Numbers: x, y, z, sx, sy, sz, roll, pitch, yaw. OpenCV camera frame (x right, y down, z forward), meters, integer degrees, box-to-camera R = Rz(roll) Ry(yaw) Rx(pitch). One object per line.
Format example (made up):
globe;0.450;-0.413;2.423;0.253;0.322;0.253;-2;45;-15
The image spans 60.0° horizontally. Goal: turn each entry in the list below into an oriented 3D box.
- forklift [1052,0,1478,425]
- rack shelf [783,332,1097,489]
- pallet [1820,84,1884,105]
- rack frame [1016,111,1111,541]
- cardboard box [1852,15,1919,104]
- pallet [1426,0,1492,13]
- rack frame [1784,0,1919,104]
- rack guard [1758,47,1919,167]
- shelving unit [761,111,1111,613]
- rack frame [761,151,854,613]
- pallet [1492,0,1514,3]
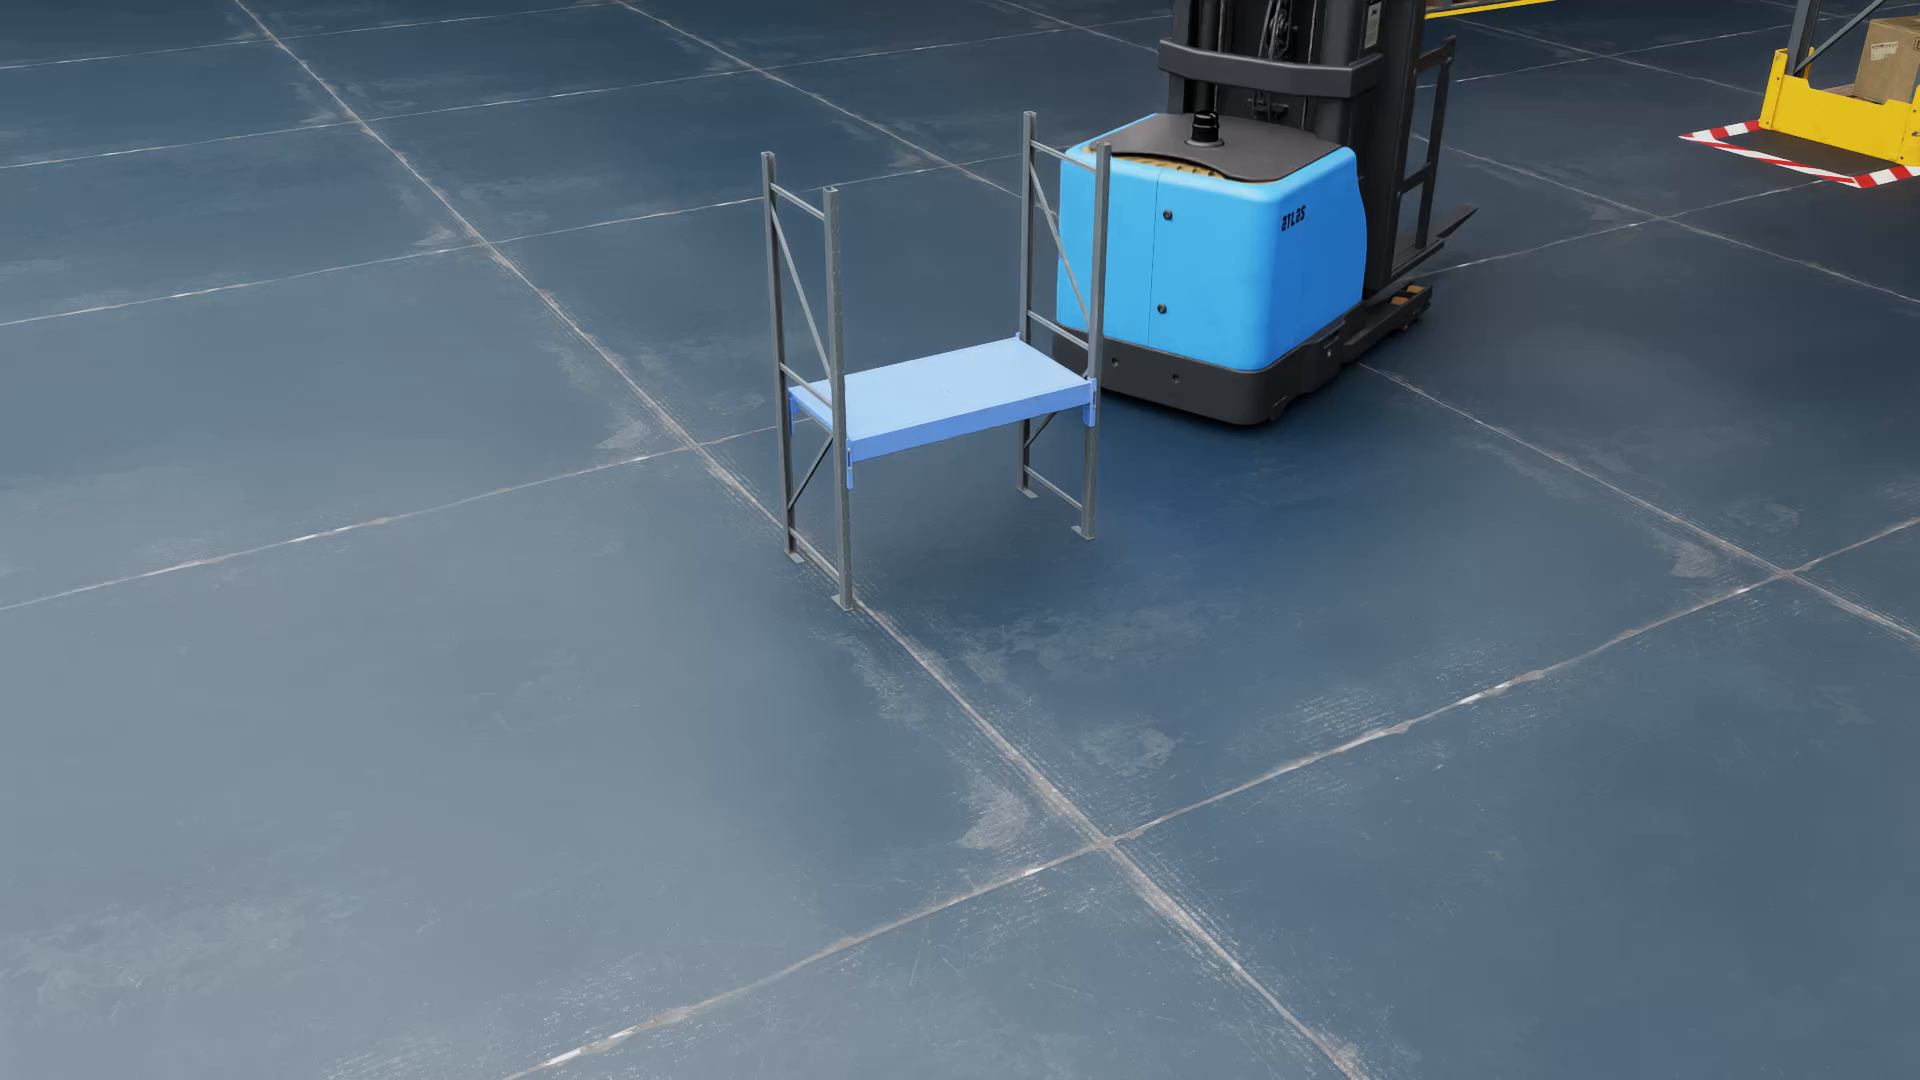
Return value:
forklift;1.681;-2.423;7.608;1.130;2.935;3.031;19;34;31
rack shelf;-0.074;-0.478;5.937;1.000;0.185;0.538;-16;33;-26
pallet;6.605;-2.915;11.314;1.213;0.211;1.003;-16;33;-26
rack frame;0.365;-0.760;6.075;0.032;1.500;0.500;-16;33;-26
cardboard box;6.368;-3.169;11.040;0.500;0.500;0.500;-10;30;-17
pallet;4.057;-5.011;15.111;1.213;0.211;1.003;-16;33;-26
rack frame;5.821;-3.933;10.273;0.127;3.000;1.000;-16;33;-26
rack guard;5.887;-2.857;10.910;0.348;0.500;1.175;-16;33;-26
shelving unit;-0.074;-0.636;5.850;1.048;1.500;0.538;-16;33;-26
rack frame;-0.512;-0.511;5.624;0.032;1.500;0.500;-16;33;-26
pallet;5.107;-5.307;15.648;1.213;0.211;1.003;-16;33;-26
